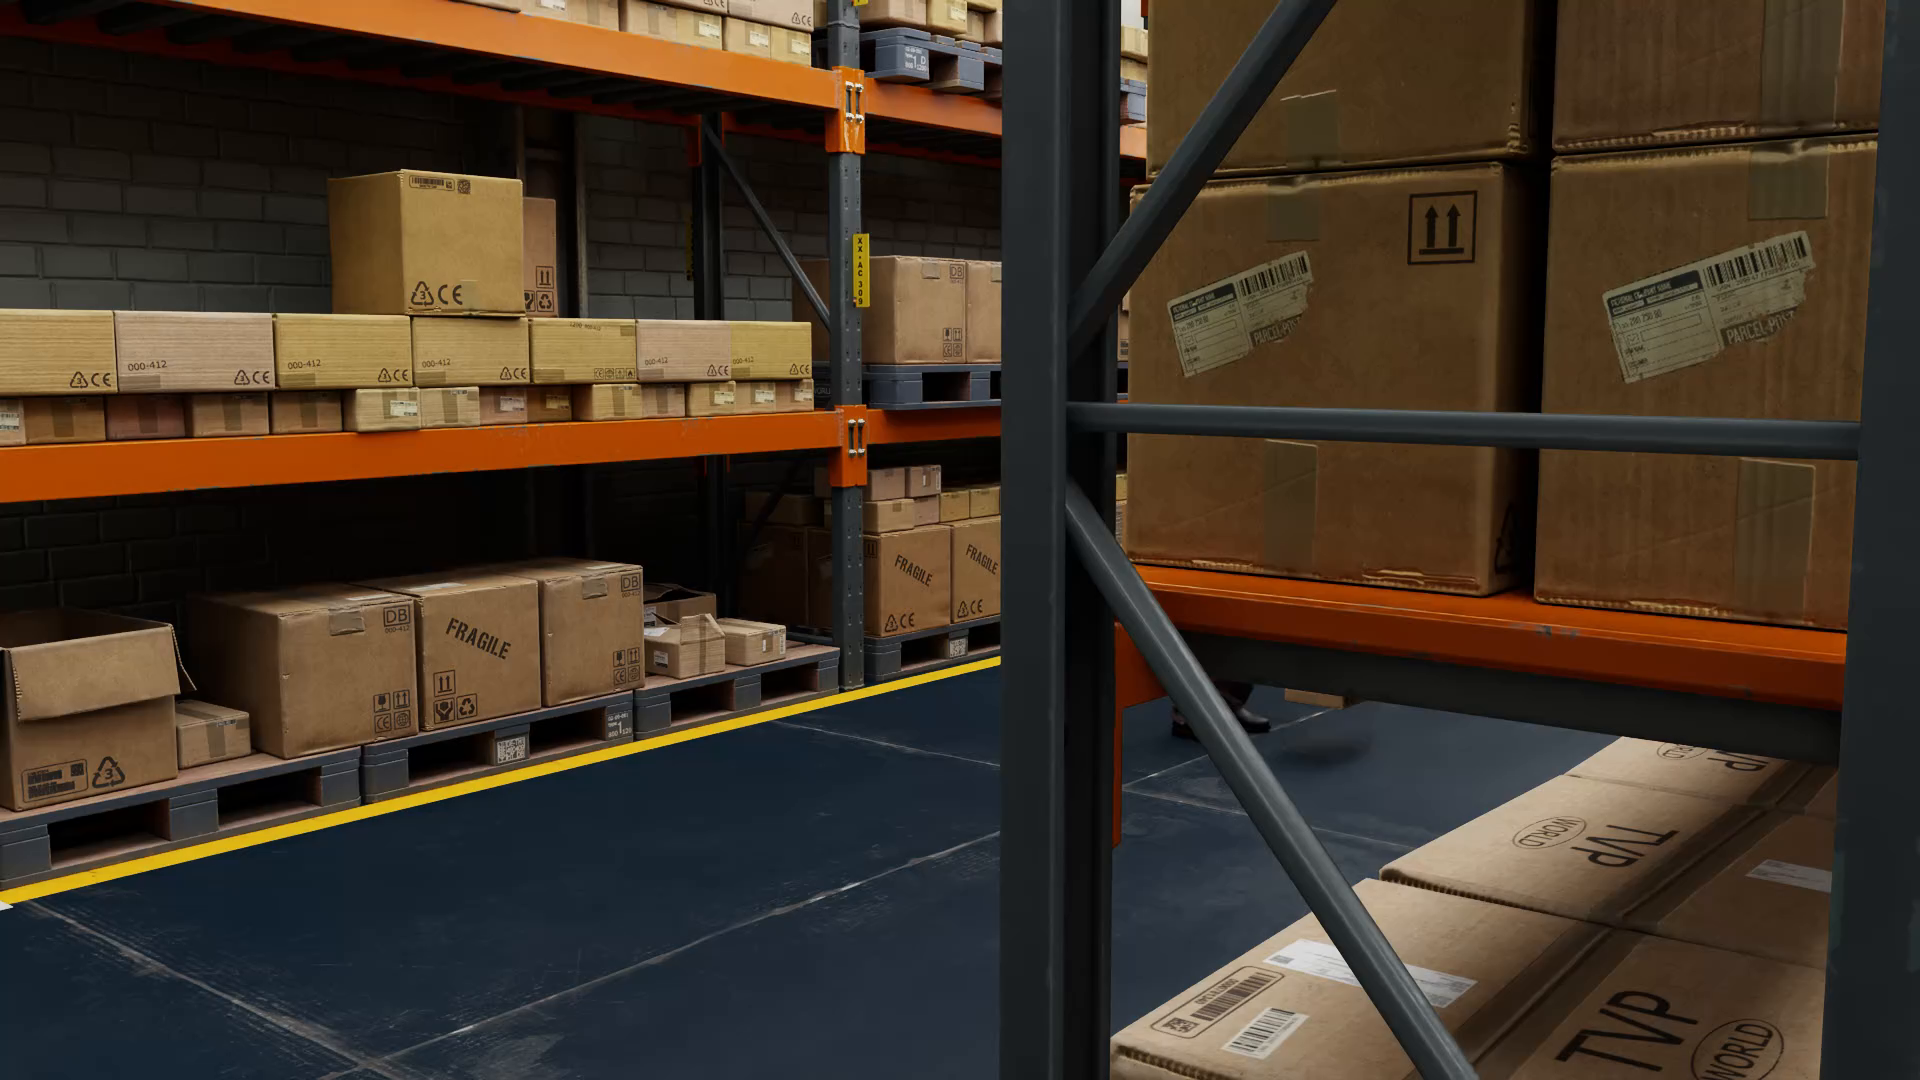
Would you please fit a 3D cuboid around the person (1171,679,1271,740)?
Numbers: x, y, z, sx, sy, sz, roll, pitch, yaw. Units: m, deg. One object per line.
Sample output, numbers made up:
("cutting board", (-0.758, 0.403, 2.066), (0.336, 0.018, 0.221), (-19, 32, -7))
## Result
("person", (1.129, 0.091, 6.830), (0.689, 1.434, 0.591), (5, 8, 39))
